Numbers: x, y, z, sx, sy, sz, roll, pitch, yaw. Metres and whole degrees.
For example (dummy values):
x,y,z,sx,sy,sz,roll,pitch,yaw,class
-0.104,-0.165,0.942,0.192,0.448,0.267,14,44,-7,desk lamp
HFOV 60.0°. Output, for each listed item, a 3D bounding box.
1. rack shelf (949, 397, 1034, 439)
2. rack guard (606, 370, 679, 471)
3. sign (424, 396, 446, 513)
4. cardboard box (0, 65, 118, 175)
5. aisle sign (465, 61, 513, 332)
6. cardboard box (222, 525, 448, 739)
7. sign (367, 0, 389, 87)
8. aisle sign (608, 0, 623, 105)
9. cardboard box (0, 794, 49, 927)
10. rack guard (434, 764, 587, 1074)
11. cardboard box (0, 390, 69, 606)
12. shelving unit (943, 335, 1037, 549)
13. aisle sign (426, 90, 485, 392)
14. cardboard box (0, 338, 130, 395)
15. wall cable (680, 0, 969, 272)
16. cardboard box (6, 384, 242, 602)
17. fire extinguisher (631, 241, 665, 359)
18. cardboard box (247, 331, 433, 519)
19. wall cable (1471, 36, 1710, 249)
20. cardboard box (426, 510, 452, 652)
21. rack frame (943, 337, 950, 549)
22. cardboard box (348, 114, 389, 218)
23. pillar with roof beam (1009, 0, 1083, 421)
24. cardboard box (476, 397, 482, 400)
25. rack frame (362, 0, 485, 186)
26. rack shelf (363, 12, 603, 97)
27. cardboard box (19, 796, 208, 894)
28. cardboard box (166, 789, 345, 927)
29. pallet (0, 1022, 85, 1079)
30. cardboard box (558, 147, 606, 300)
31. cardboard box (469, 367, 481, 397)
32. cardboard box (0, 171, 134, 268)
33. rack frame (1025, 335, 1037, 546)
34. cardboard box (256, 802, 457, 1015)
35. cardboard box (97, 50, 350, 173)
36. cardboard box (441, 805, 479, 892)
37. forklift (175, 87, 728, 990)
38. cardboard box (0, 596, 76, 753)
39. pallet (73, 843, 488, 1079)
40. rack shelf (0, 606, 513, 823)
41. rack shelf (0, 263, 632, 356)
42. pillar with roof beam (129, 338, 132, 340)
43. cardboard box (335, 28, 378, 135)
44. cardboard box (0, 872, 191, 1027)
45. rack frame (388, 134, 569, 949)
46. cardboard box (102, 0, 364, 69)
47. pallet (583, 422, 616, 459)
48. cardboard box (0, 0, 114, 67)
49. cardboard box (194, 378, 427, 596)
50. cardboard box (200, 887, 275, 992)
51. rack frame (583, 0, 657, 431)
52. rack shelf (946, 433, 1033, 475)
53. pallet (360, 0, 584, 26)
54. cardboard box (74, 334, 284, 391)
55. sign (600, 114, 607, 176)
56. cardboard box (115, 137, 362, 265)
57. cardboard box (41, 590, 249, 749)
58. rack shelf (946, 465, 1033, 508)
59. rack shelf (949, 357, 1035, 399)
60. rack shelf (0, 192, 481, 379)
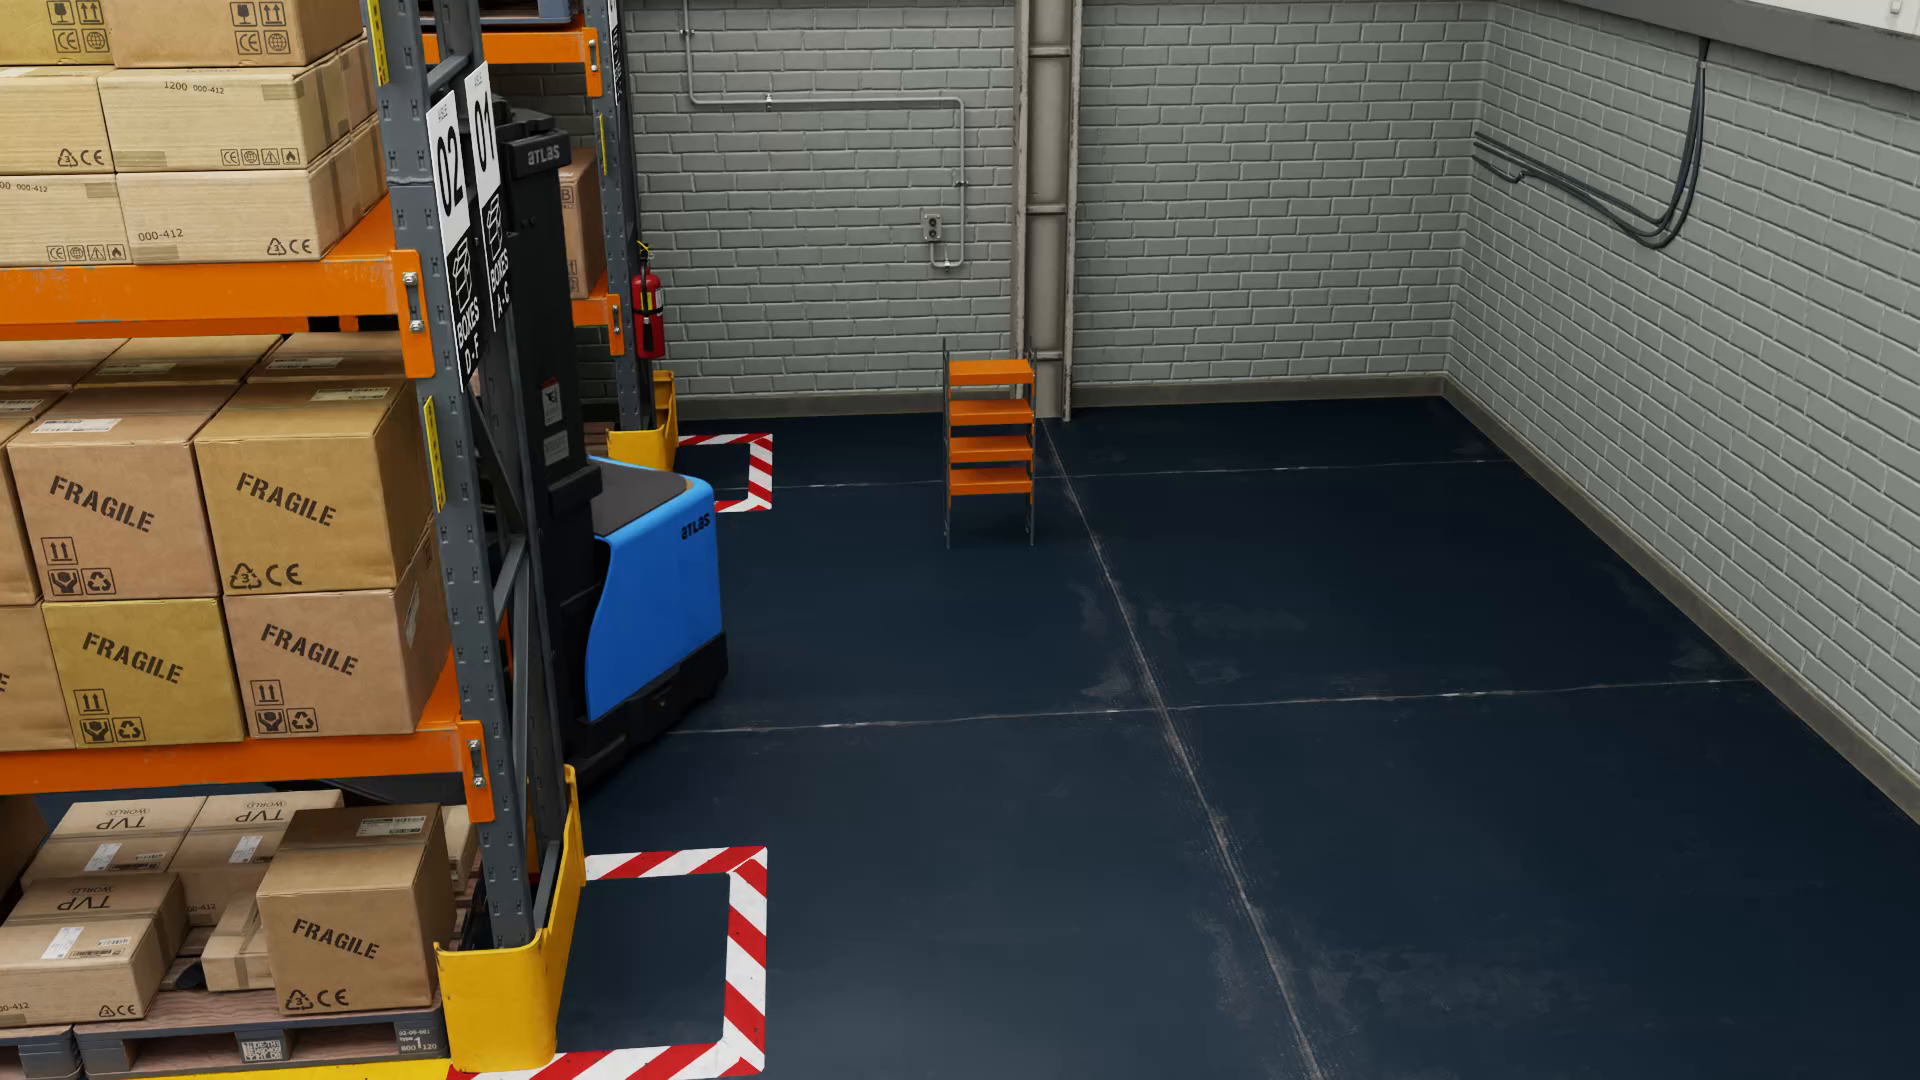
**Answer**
x,y,z,sx,sy,sz,roll,pitch,yaw,class
0.165,-0.698,9.458,0.480,0.148,0.258,-2,24,-5,rack shelf
-2.015,-0.658,10.615,0.348,0.500,1.175,-2,24,-5,rack guard
-1.513,-0.246,4.795,0.005,0.325,0.100,-2,24,-5,sign
-2.532,-1.184,4.597,0.500,0.250,0.500,-2,24,-5,cardboard box
-1.509,-1.107,5.346,0.004,0.787,0.394,-2,24,-5,aisle sign
-1.967,0.285,5.293,0.500,0.500,0.500,-2,24,-4,cardboard box
-1.513,-1.347,4.305,0.005,0.325,0.100,-2,24,-5,sign
-1.937,-2.869,9.311,0.004,0.787,0.394,-2,24,-5,aisle sign
-3.659,1.225,5.833,0.637,0.503,0.797,-2,24,-5,cardboard box
-1.624,1.348,6.102,0.348,0.500,1.175,-2,24,-5,rack guard
-2.982,-0.128,4.990,0.500,0.500,0.500,-2,24,-4,cardboard box
0.165,-0.555,9.521,0.503,1.200,0.258,-2,24,-5,shelving unit
-1.450,-0.864,4.800,0.004,0.787,0.394,-2,24,-5,aisle sign
-3.033,-0.347,5.483,0.500,0.500,0.500,-2,24,-4,cardboard box
-0.857,-2.697,10.874,1.851,1.984,0.084,-2,24,-5,wall cable
-2.467,-0.150,5.041,0.500,0.500,0.500,-2,24,-4,cardboard box
-1.843,-1.413,9.791,0.183,0.674,0.296,-2,24,-5,fire extinguisher
-2.015,-0.389,5.577,0.500,0.500,0.500,-2,24,-4,cardboard box
3.625,-3.203,9.700,0.112,2.526,3.097,-2,24,-5,wall cable
-2.015,0.068,5.780,0.500,0.500,0.500,-2,24,-4,cardboard box
-0.078,-0.545,9.499,0.015,1.200,0.240,-2,24,-5,rack frame
-2.084,-1.182,5.207,0.500,0.250,0.500,-2,24,-5,cardboard box
0.986,-3.258,6.001,0.400,9.000,9.100,-2,24,-5,pillar with roof beam
-2.725,-0.781,10.374,0.500,0.500,0.700,-2,24,-5,cardboard box
-1.548,-2.539,4.382,0.127,3.000,1.000,-2,24,-5,rack frame
-4.029,-2.762,9.462,4.000,0.370,1.077,-2,24,-5,rack shelf
-3.112,1.205,6.189,0.500,0.250,0.500,-2,24,-5,cardboard box
-2.615,1.185,6.234,0.500,0.250,0.500,-2,24,-5,cardboard box
-3.628,1.560,5.981,1.213,0.211,1.003,-2,24,-5,pallet
-2.545,-1.912,9.989,0.700,0.700,0.980,-1,24,-3,cardboard box
-2.835,-0.998,10.065,0.250,0.149,0.380,-3,24,-6,cardboard box
-2.532,-0.957,4.701,0.500,0.250,0.500,-2,24,-5,cardboard box
0.408,-0.565,9.543,0.015,1.200,0.240,-2,24,-5,rack frame
-2.065,1.265,5.746,0.500,0.500,0.500,-2,24,-5,cardboard box
-2.034,-1.204,4.642,0.500,0.250,0.500,-2,24,-5,cardboard box
-1.998,1.182,6.365,0.250,0.149,0.380,-2,24,-5,cardboard box
-2.260,-0.197,6.584,1.130,2.935,3.031,12,27,25,forklift
-2.980,0.325,5.203,0.500,0.500,0.500,-2,24,-5,cardboard box
-2.417,1.512,6.088,1.213,0.211,1.003,-2,24,-5,pallet
-3.538,0.611,5.567,4.000,0.370,1.077,-2,24,-5,rack shelf
-4.029,-1.391,10.072,4.000,0.370,1.077,-2,24,-5,rack shelf
-4.984,-3.019,5.462,0.400,9.000,9.100,-2,24,-5,pillar with roof beam
-2.085,-1.413,5.111,0.500,0.250,0.500,-2,24,-5,cardboard box
-3.013,1.405,5.739,0.500,0.250,0.500,-2,24,-5,cardboard box
-1.548,0.203,5.601,0.127,3.000,1.000,-2,24,-5,rack frame
-2.058,-1.643,4.707,0.500,0.500,0.700,-2,24,-5,cardboard box
-2.827,-0.462,10.529,1.213,0.211,1.003,-2,24,-5,pallet
-2.564,-1.658,4.739,0.500,0.500,0.700,-2,24,-5,cardboard box
-1.964,-0.171,5.087,0.500,0.500,0.500,-3,24,-6,cardboard box
-2.477,1.397,5.860,0.250,0.166,0.380,-2,24,-5,cardboard box
-2.039,-1.799,10.105,0.127,3.000,1.000,-2,24,-5,rack frame
0.165,-0.493,9.548,0.480,0.148,0.258,-2,24,-5,rack shelf
-2.776,-3.096,9.438,1.213,0.211,1.003,-2,24,-5,pallet
-2.535,-0.365,5.523,0.500,0.500,0.500,-2,24,-5,cardboard box
-1.999,-2.217,9.327,0.005,0.325,0.100,-2,24,-5,sign
-2.033,-0.972,4.736,0.500,0.250,0.500,-2,24,-5,cardboard box
-2.483,0.307,5.243,0.500,0.500,0.500,-2,24,-5,cardboard box
0.165,-0.312,9.629,0.480,0.148,0.258,-2,24,-5,rack shelf
0.165,-0.914,9.362,0.480,0.148,0.258,-2,24,-5,rack shelf
-3.538,-0.759,4.958,4.000,0.370,1.077,-2,24,-5,rack shelf
